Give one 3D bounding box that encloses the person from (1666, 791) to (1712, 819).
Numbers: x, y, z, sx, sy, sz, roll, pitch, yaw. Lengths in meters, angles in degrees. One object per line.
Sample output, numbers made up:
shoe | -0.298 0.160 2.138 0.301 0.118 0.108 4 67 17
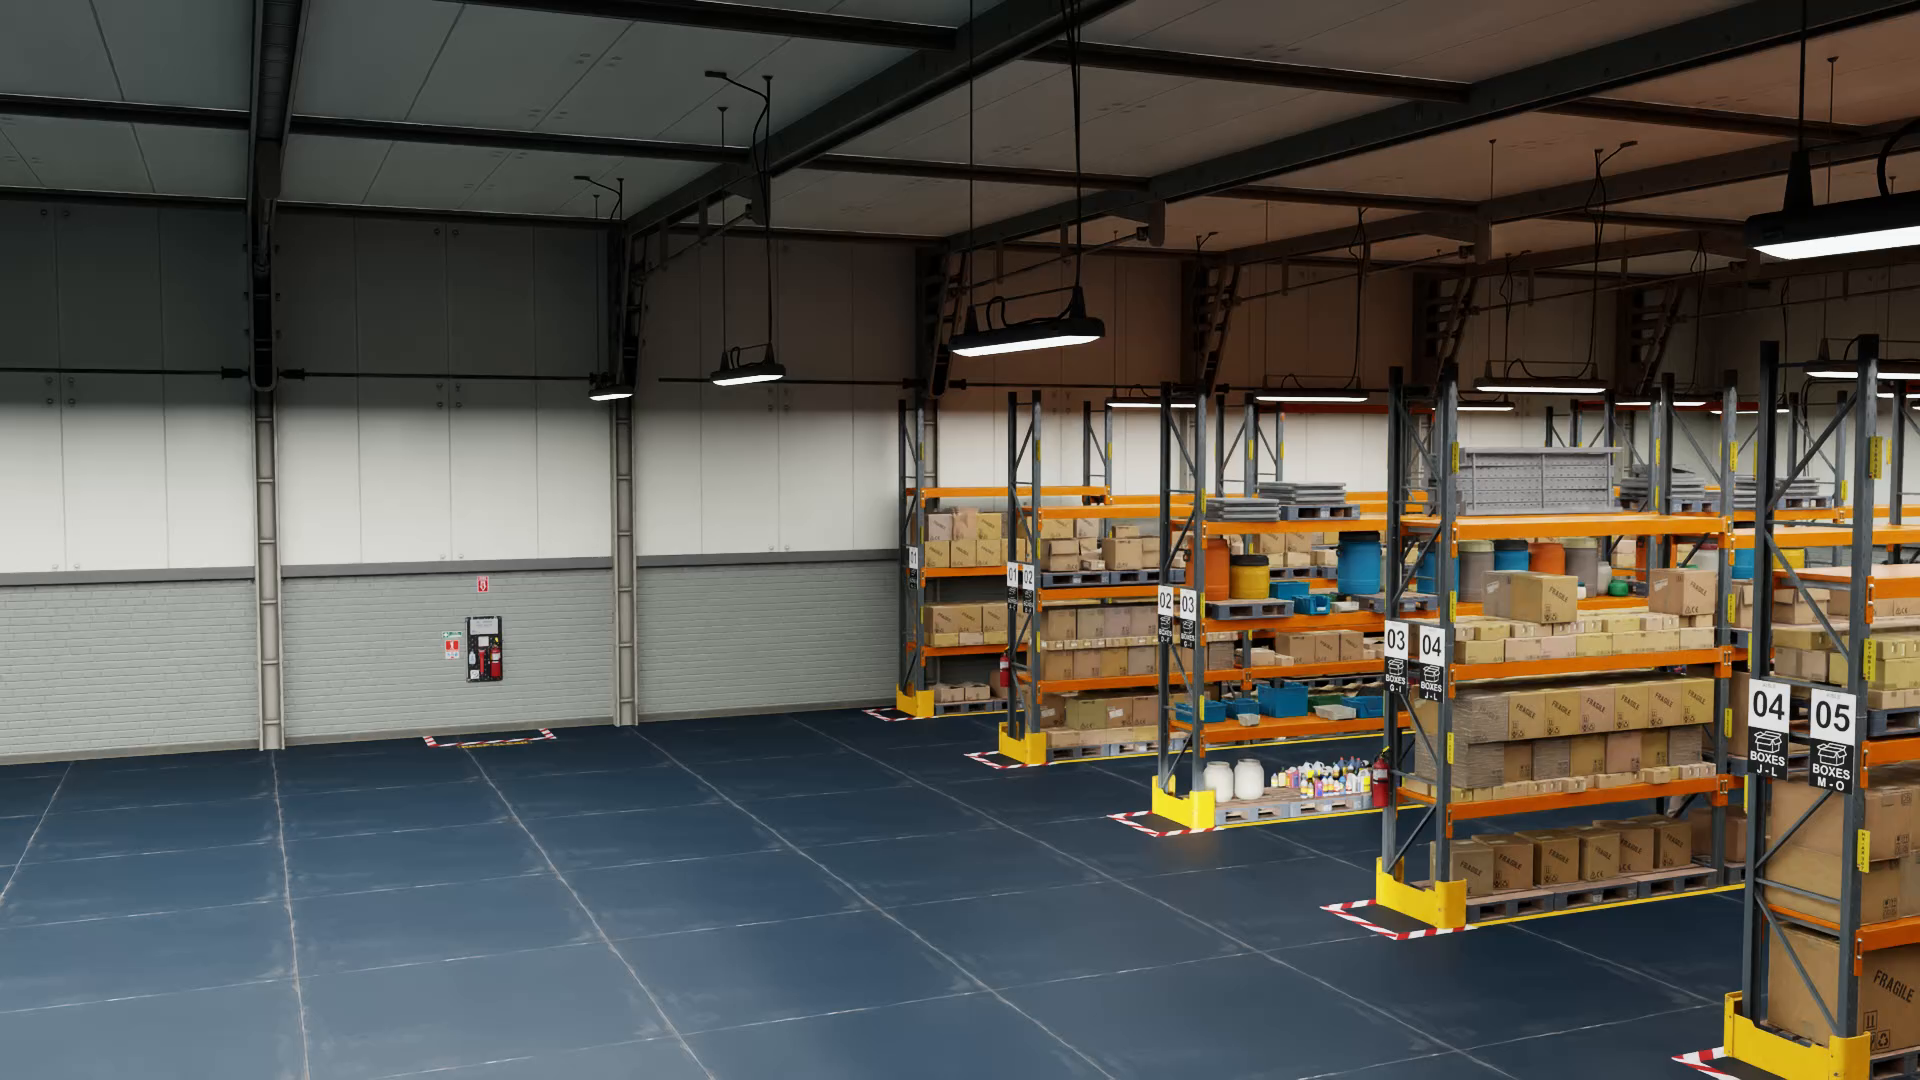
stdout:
person | 9.662 3.017 21.866 1.064 1.653 0.501 -2 4 -25
